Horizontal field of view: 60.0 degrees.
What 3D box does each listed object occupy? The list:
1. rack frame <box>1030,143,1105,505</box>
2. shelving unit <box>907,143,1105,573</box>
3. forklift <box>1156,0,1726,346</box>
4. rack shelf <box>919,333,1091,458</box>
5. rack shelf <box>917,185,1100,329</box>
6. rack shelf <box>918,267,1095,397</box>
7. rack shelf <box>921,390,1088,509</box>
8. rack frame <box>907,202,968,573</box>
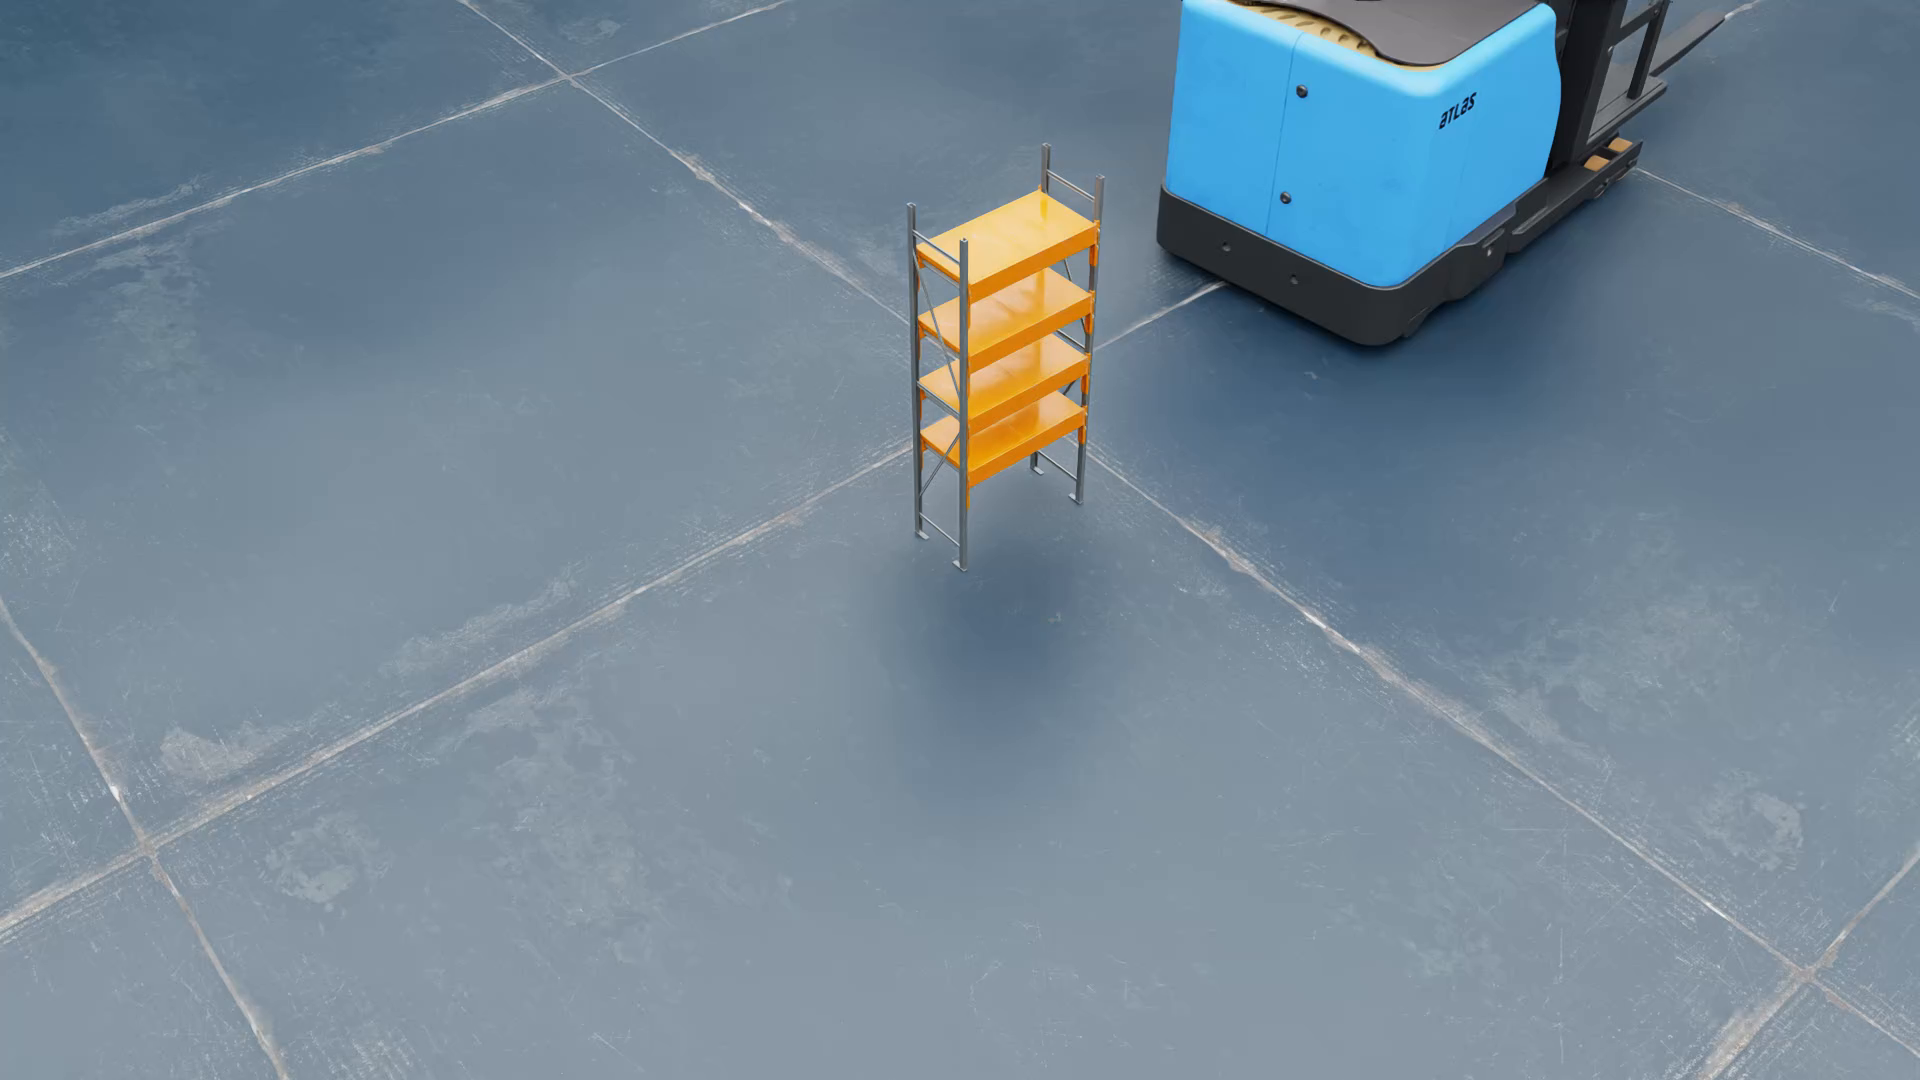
[{"bbox_3d":[0.314,-0.617,5.031,0.015,1.200,0.240,-30,51,-28],"label":"rack frame"},{"bbox_3d":[0.127,-0.510,4.917,0.503,1.200,0.258,-30,51,-28],"label":"shelving unit"},{"bbox_3d":[2.134,-2.668,5.949,1.130,2.935,3.031,33,52,30],"label":"forklift"},{"bbox_3d":[0.127,-0.461,4.963,0.480,0.148,0.258,-30,51,-28],"label":"rack shelf"},{"bbox_3d":[0.127,-0.796,4.648,0.480,0.148,0.258,-30,51,-28],"label":"rack shelf"},{"bbox_3d":[0.127,-0.624,4.810,0.480,0.148,0.258,-30,51,-28],"label":"rack shelf"},{"bbox_3d":[0.127,-0.316,5.099,0.480,0.148,0.258,-30,51,-28],"label":"rack shelf"},{"bbox_3d":[-0.060,-0.403,4.803,0.015,1.200,0.240,-30,51,-28],"label":"rack frame"}]
